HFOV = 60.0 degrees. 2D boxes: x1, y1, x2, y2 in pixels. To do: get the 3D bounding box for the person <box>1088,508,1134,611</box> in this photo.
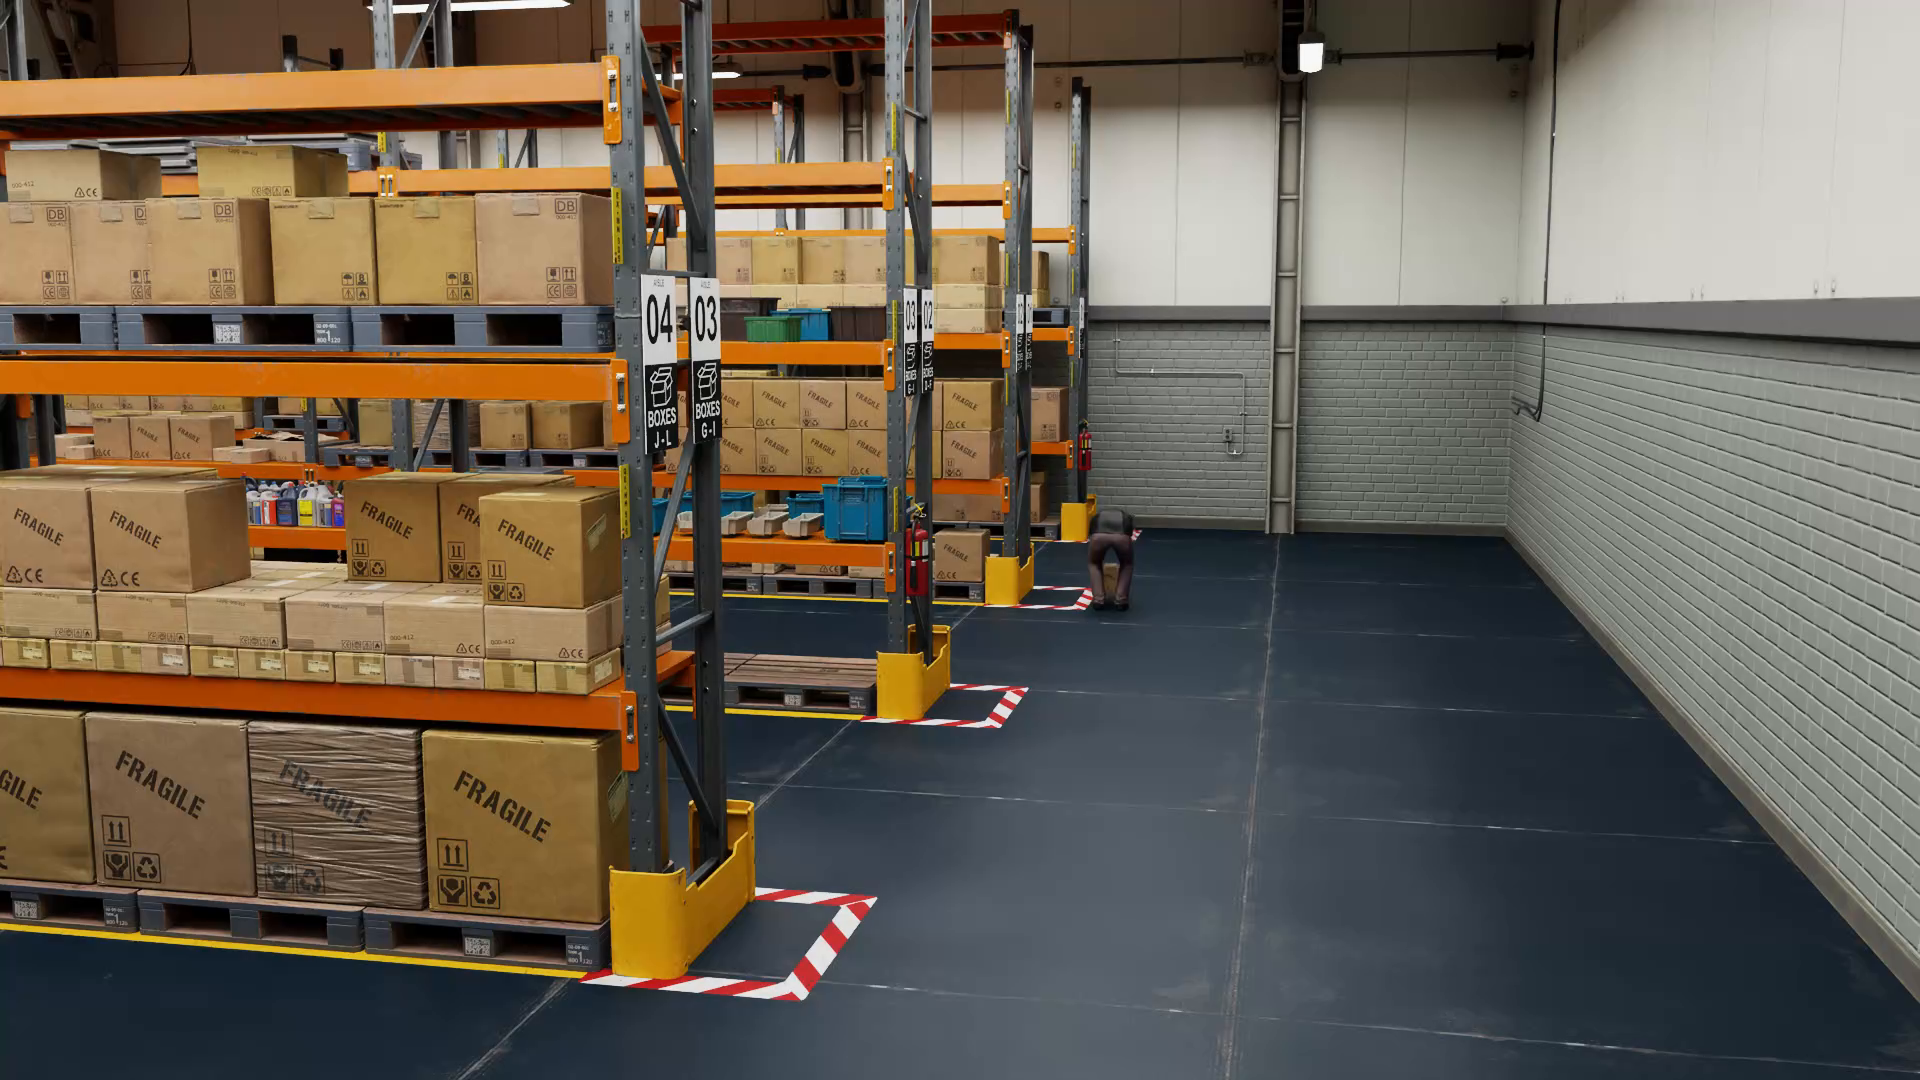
[{"bbox_3d":[1.558,0.170,17.150,0.476,1.041,0.952,1,8,6],"label":"person"}]
